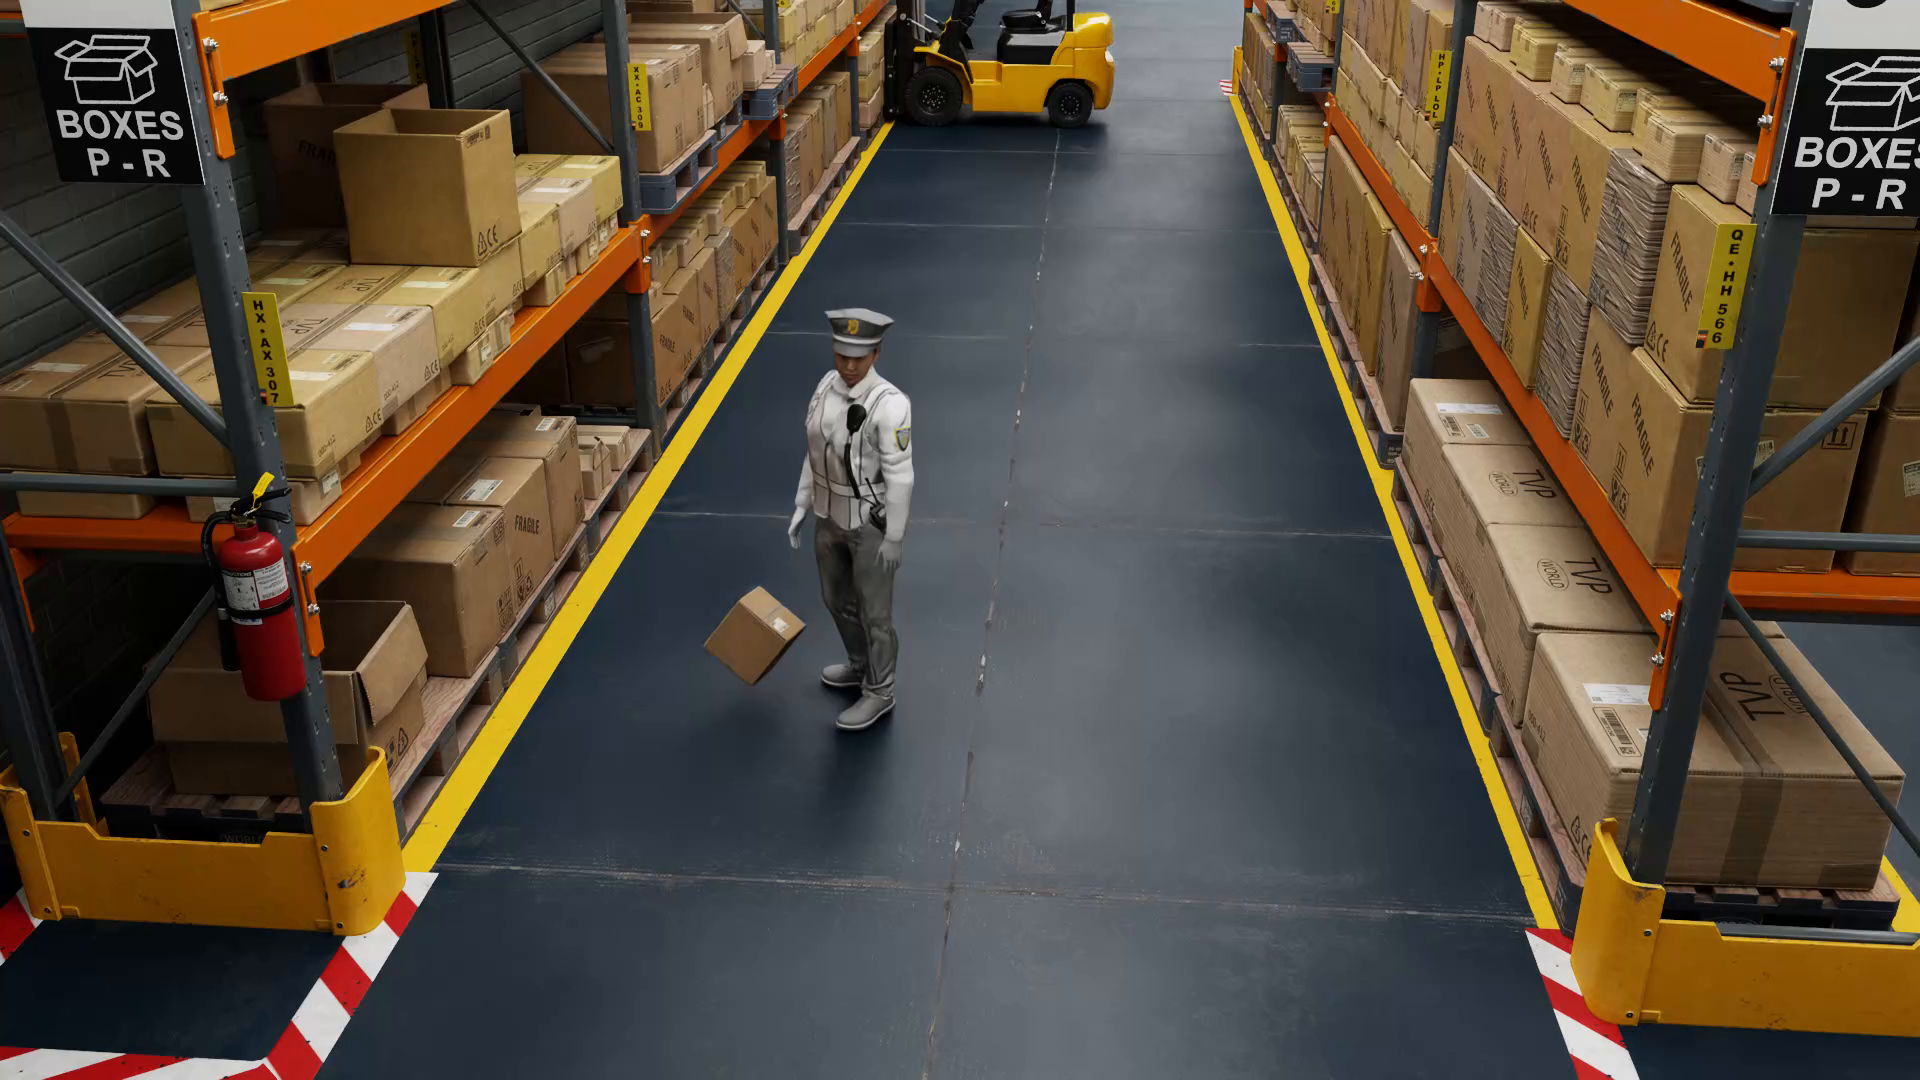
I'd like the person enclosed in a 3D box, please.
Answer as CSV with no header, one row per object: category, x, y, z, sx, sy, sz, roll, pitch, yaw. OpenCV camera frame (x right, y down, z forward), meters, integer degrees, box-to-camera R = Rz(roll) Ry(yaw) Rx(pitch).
person,-0.405,-0.079,6.236,0.405,1.675,0.626,-20,32,-37
